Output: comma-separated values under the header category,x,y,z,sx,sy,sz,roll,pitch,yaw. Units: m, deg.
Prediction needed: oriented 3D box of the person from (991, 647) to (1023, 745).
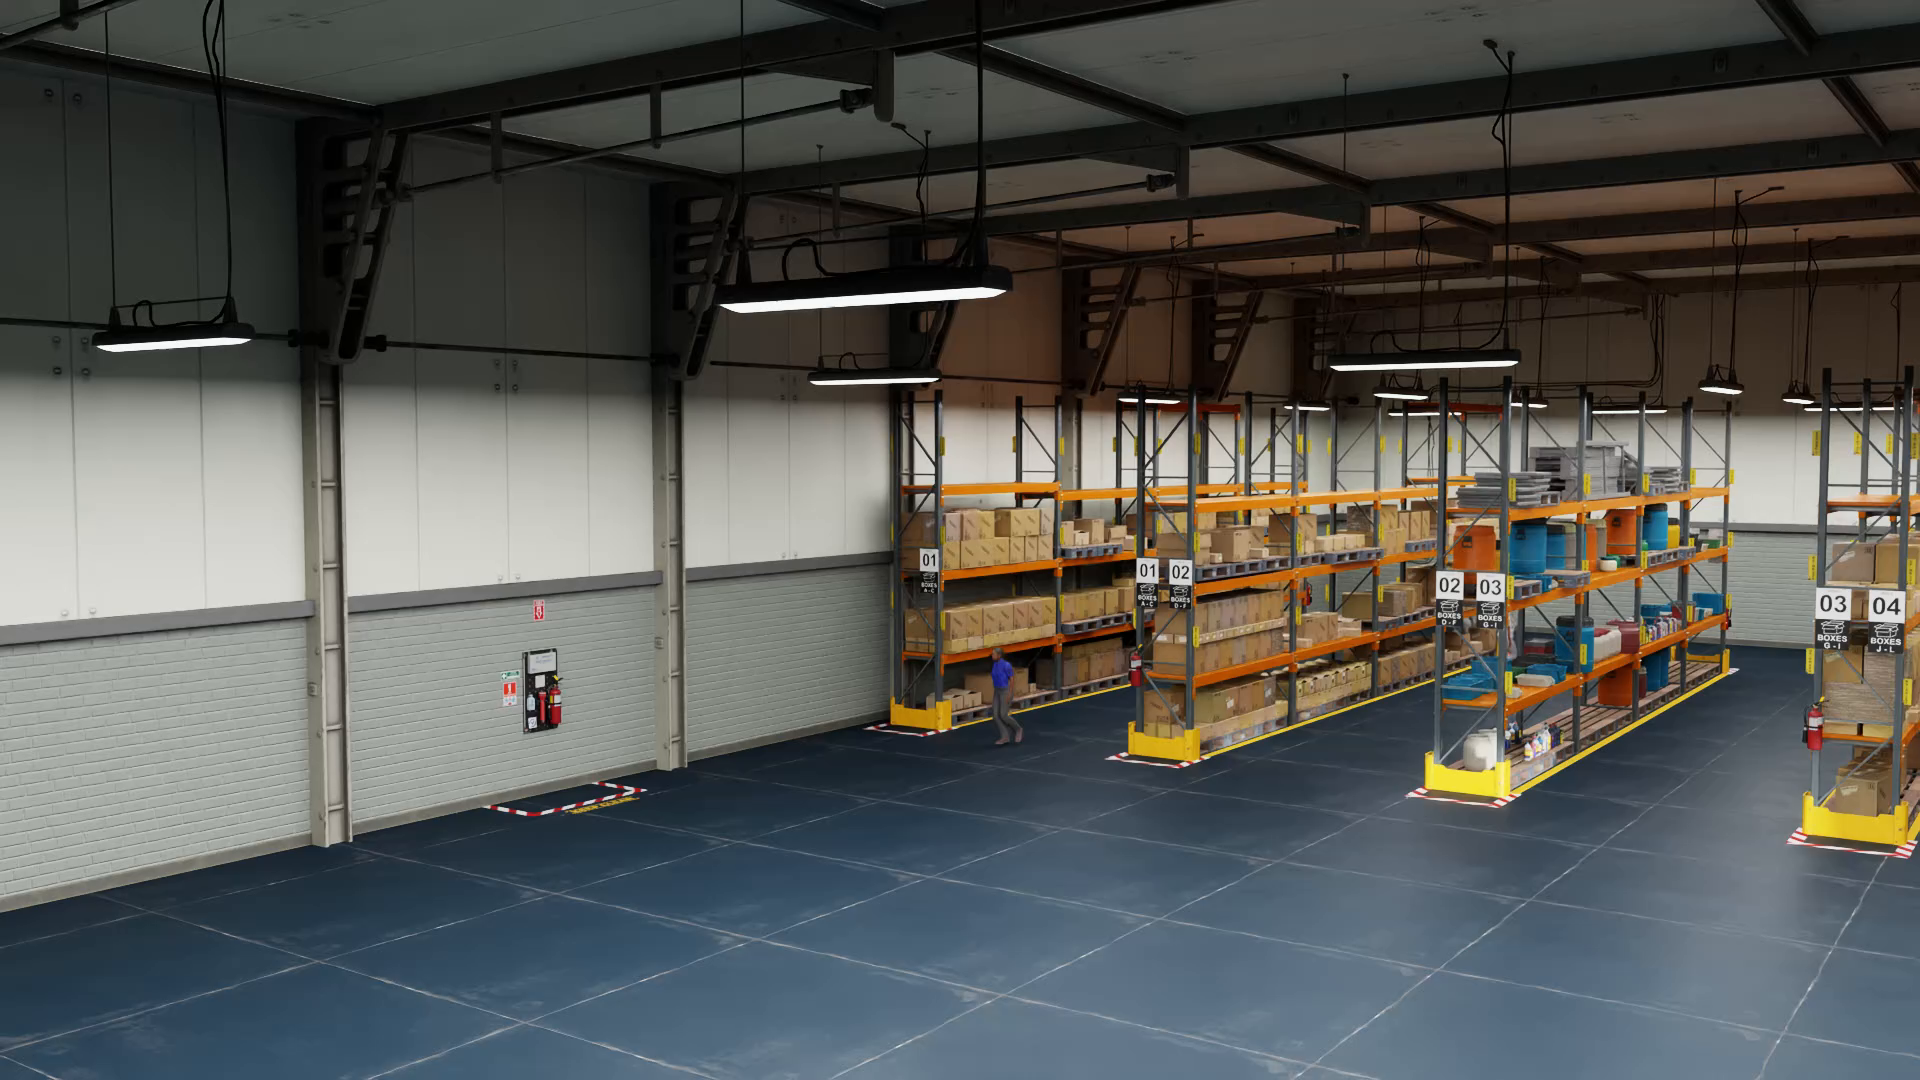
category,x,y,z,sx,sy,sz,roll,pitch,yaw
person,0.780,2.612,28.057,0.486,1.640,0.522,-2,4,-35

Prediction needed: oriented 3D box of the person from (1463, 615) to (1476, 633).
category,x,y,z,sx,sy,sz,roll,pitch,yaw
person,12.861,1.836,42.093,0.413,1.570,0.718,-1,3,-17

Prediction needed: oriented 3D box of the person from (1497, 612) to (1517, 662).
category,x,y,z,sx,sy,sz,roll,pitch,yaw
person,11.756,2.133,35.902,0.452,1.684,0.477,0,3,-4
